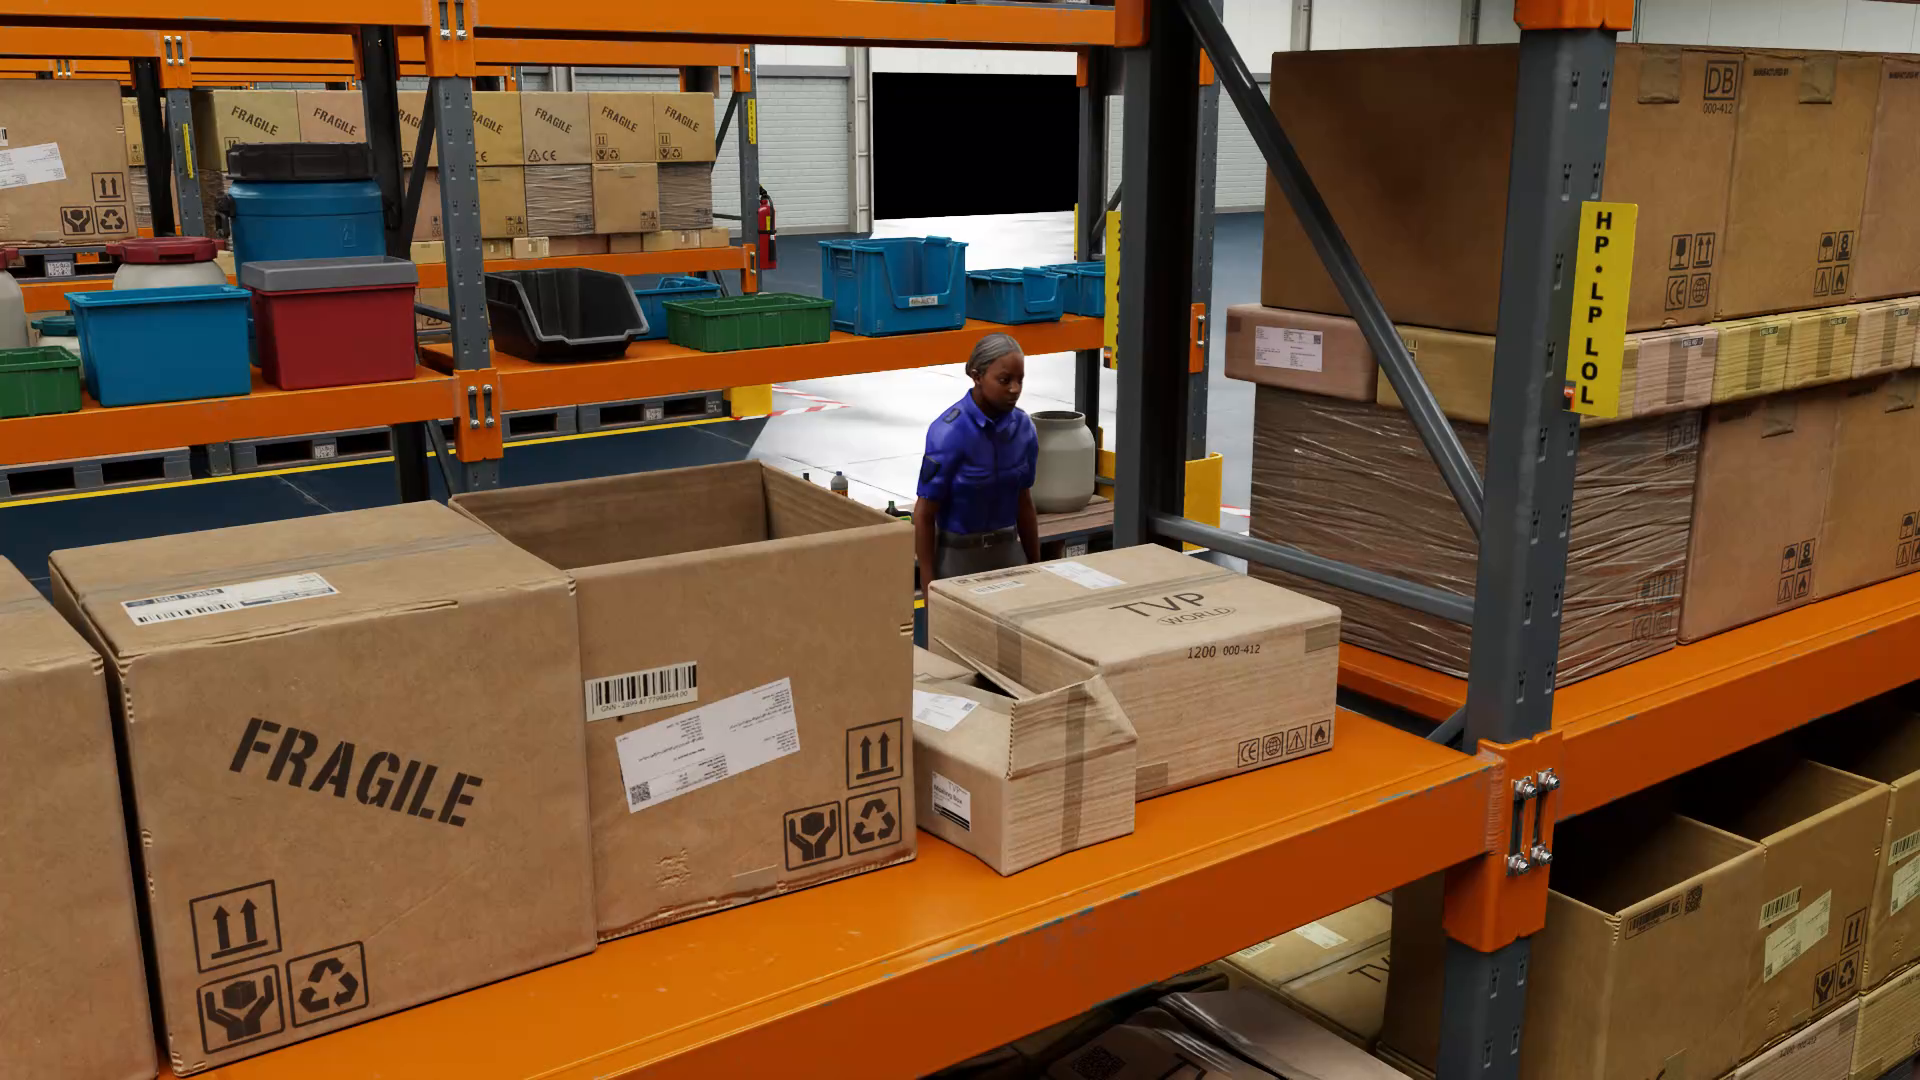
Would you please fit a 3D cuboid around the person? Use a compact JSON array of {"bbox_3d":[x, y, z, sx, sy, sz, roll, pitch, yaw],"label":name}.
[{"bbox_3d":[0.077,0.142,5.501,0.507,1.641,0.391,-10,18,-35],"label":"person"}]
